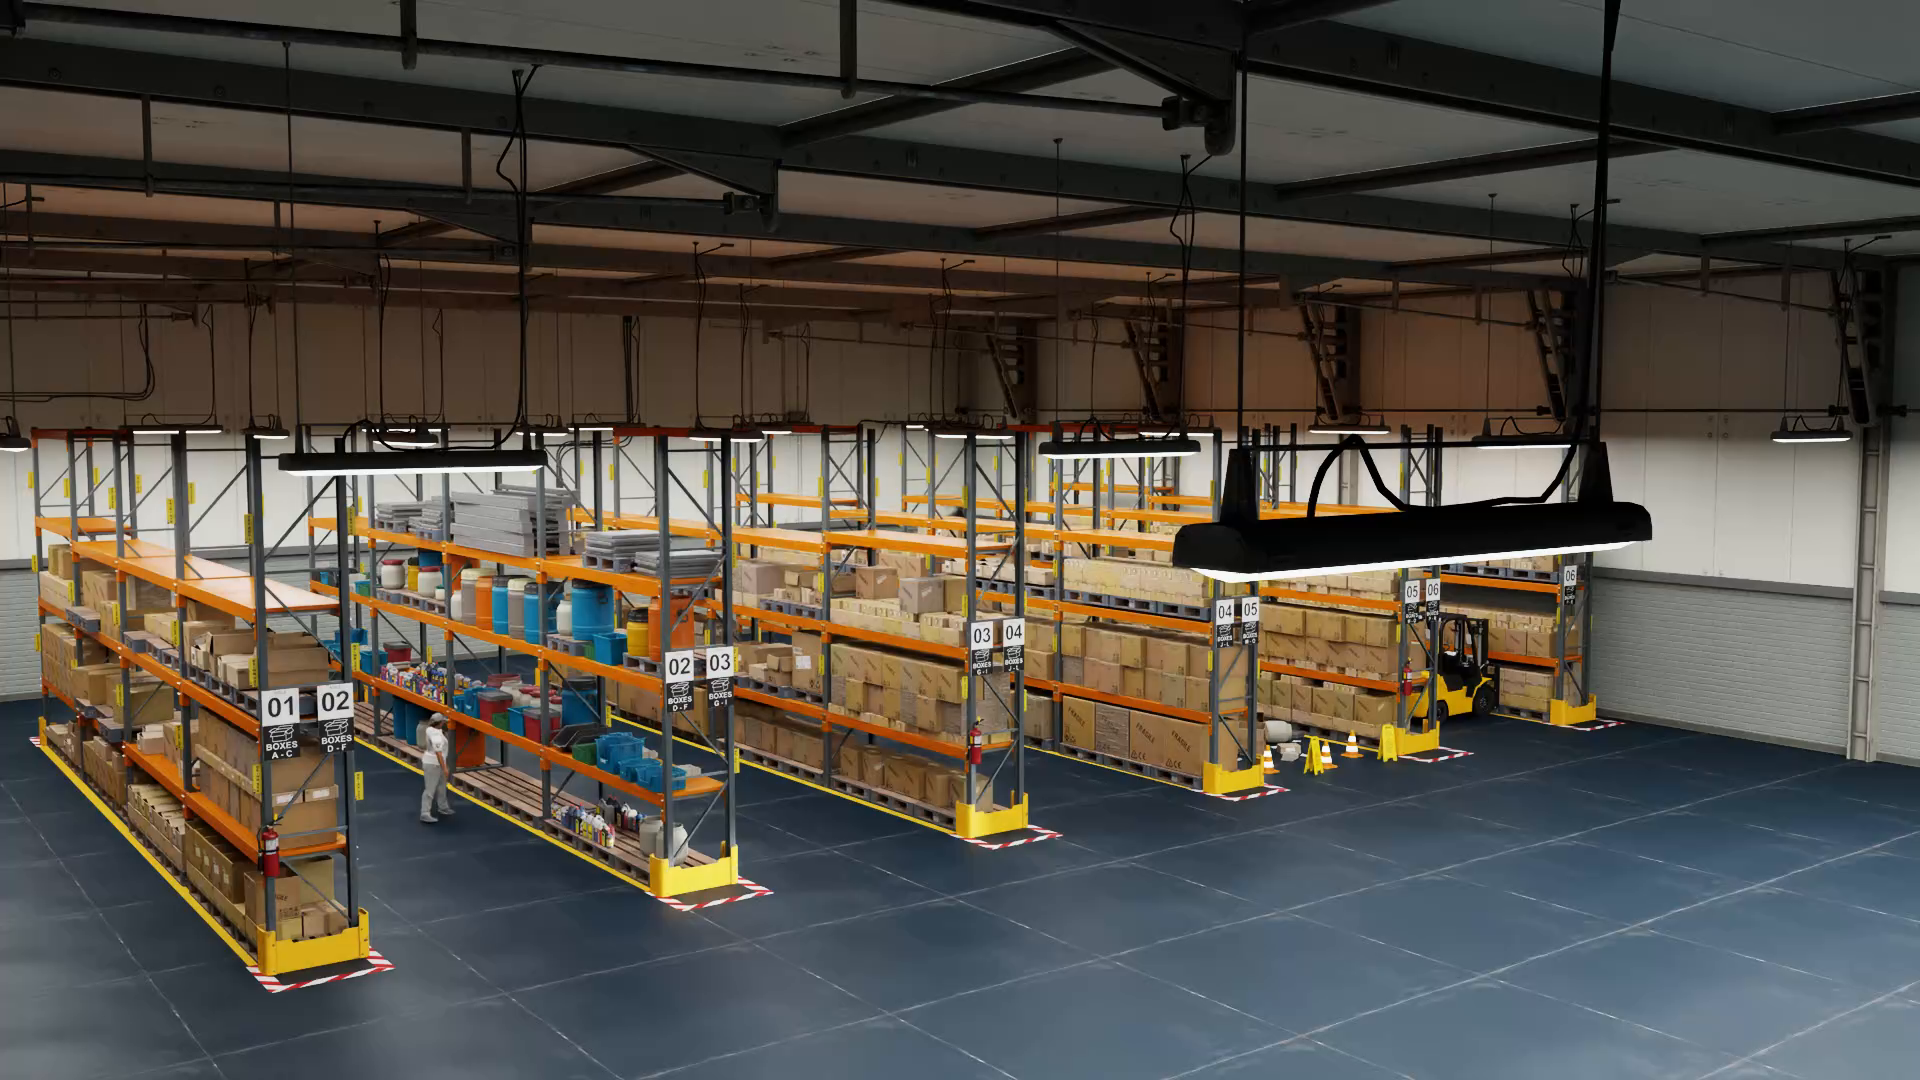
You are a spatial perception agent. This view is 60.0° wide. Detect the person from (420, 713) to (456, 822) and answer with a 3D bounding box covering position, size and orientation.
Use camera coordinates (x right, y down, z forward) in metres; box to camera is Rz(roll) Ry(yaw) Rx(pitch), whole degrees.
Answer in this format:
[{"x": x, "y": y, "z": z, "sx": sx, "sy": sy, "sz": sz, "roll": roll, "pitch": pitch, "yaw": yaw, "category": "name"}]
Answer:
[{"x": -8.095, "y": 3.499, "z": 25.733, "sx": 0.514, "sy": 1.693, "sz": 0.677, "roll": -1, "pitch": 5, "yaw": -14, "category": "person"}]
